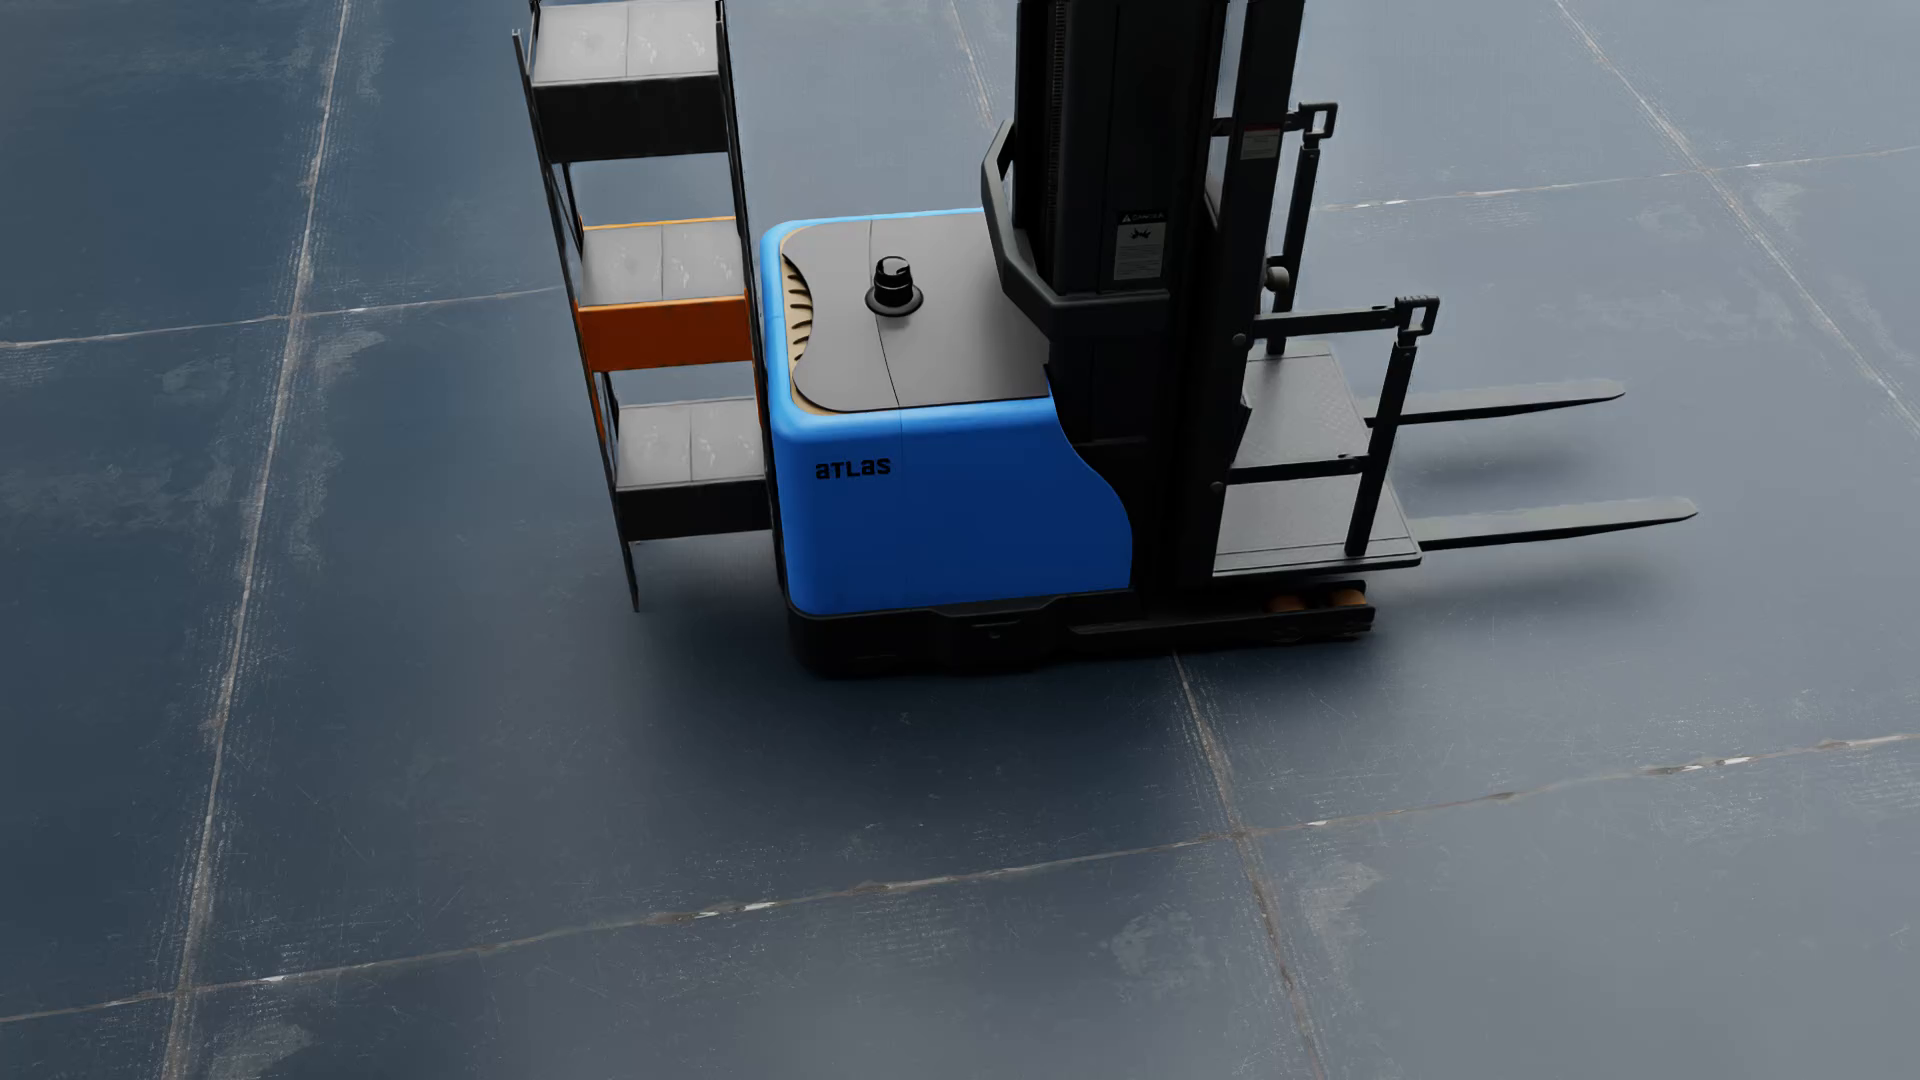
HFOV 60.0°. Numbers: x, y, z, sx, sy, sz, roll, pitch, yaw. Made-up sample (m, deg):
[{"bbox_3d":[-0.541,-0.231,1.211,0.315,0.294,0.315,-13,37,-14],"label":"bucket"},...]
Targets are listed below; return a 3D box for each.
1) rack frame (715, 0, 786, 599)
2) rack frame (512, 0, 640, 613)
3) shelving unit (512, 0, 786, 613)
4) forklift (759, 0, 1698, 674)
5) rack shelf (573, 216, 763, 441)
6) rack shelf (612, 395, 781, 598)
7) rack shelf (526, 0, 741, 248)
[{"bbox_3d":[-0.612,-0.673,4.941,0.015,2.100,0.400,-5,46,-5],"label":"rack frame"},{"bbox_3d":[-1.096,-0.630,4.899,0.015,2.100,0.400,-5,46,-5],"label":"rack frame"},{"bbox_3d":[-0.854,-0.652,4.920,0.503,2.100,0.431,-5,46,-5],"label":"shelving unit"},{"bbox_3d":[0.913,-1.057,4.734,3.031,2.935,1.130,-5,46,-5],"label":"forklift"},{"bbox_3d":[-0.854,-0.642,4.930,0.480,0.518,0.431,-5,46,-5],"label":"rack shelf"},{"bbox_3d":[-0.854,-0.157,5.434,0.480,0.518,0.431,-5,46,-5],"label":"rack shelf"},{"bbox_3d":[-0.854,-1.128,4.426,0.480,0.518,0.431,-5,46,-5],"label":"rack shelf"}]
